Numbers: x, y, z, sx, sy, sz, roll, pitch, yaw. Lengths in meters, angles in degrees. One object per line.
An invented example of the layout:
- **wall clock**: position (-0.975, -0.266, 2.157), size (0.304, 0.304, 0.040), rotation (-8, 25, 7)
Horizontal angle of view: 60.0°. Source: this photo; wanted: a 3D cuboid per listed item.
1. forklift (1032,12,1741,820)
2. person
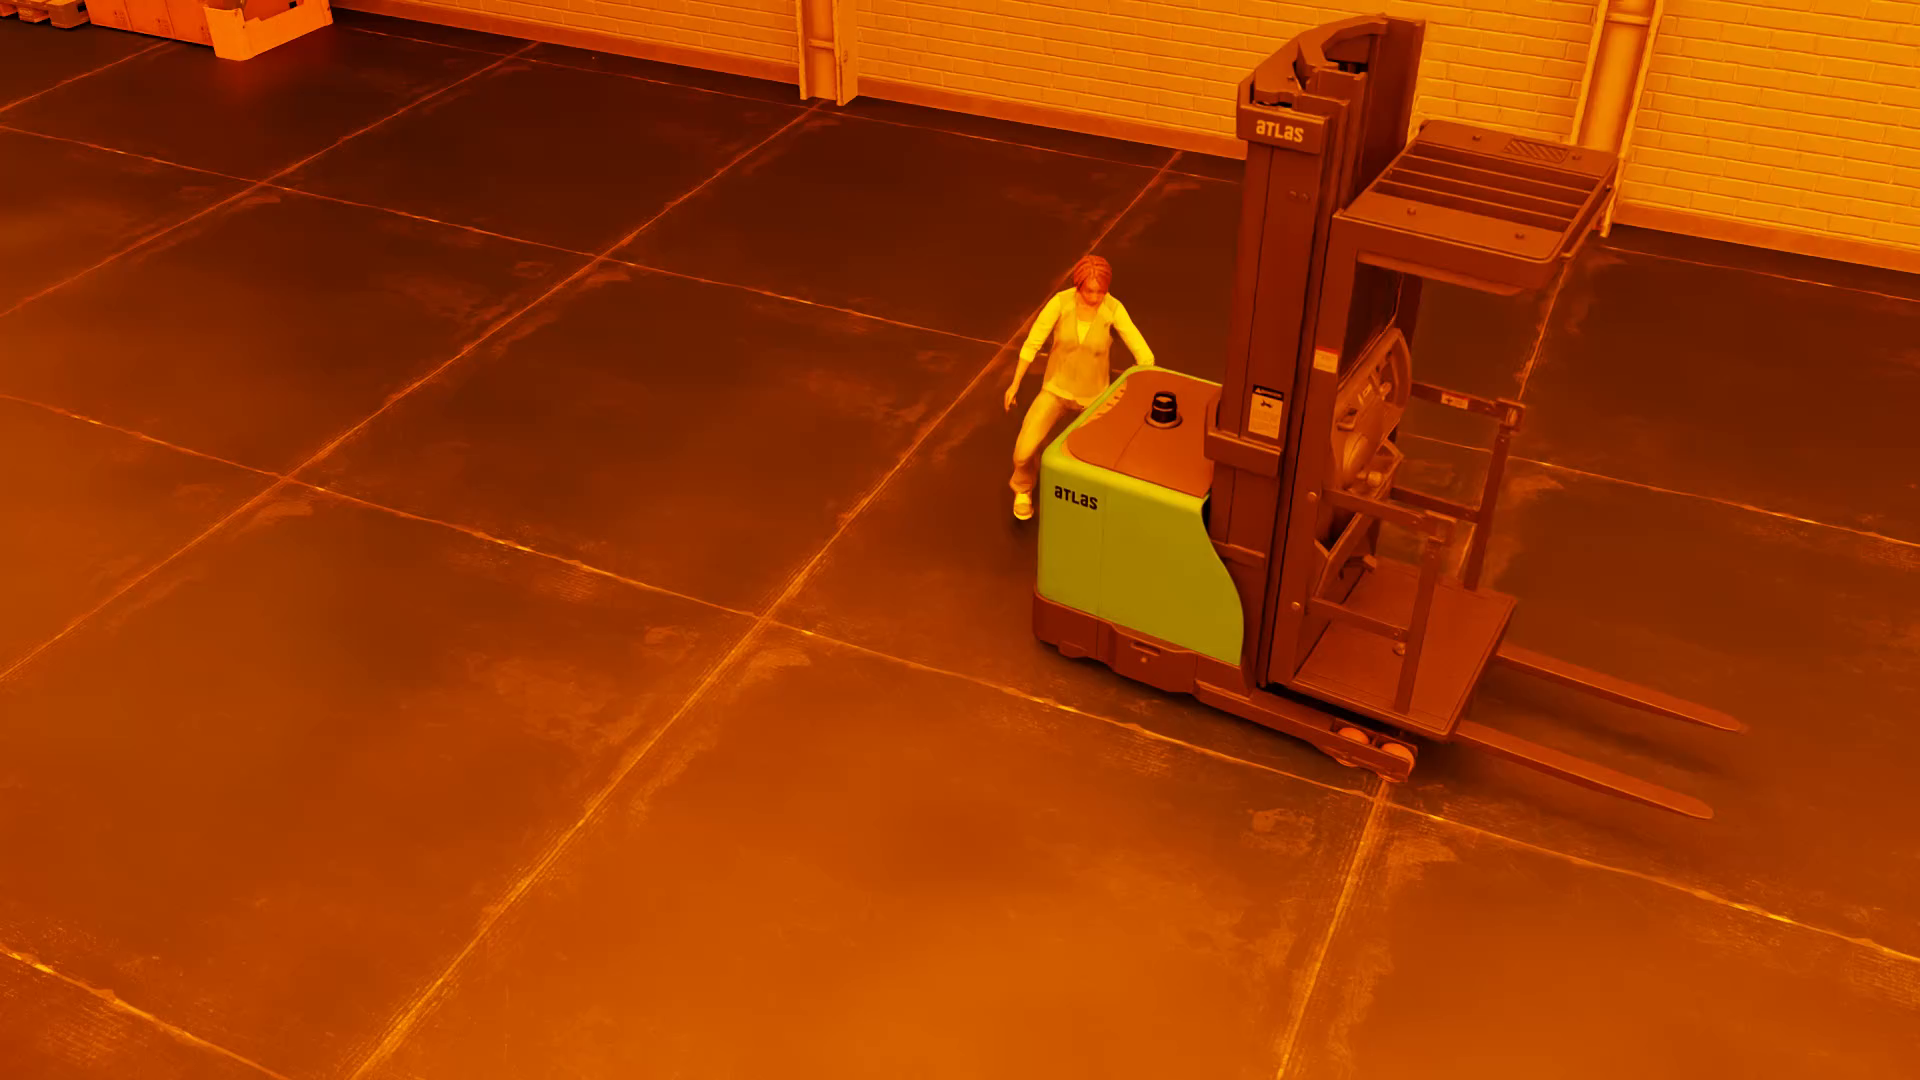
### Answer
- **forklift**: position (1.874, -0.506, 6.797), size (3.031, 2.935, 1.130), rotation (19, 40, 24)
- **person**: position (0.637, -0.749, 8.420), size (0.814, 1.483, 0.614), rotation (3, 36, 5)
